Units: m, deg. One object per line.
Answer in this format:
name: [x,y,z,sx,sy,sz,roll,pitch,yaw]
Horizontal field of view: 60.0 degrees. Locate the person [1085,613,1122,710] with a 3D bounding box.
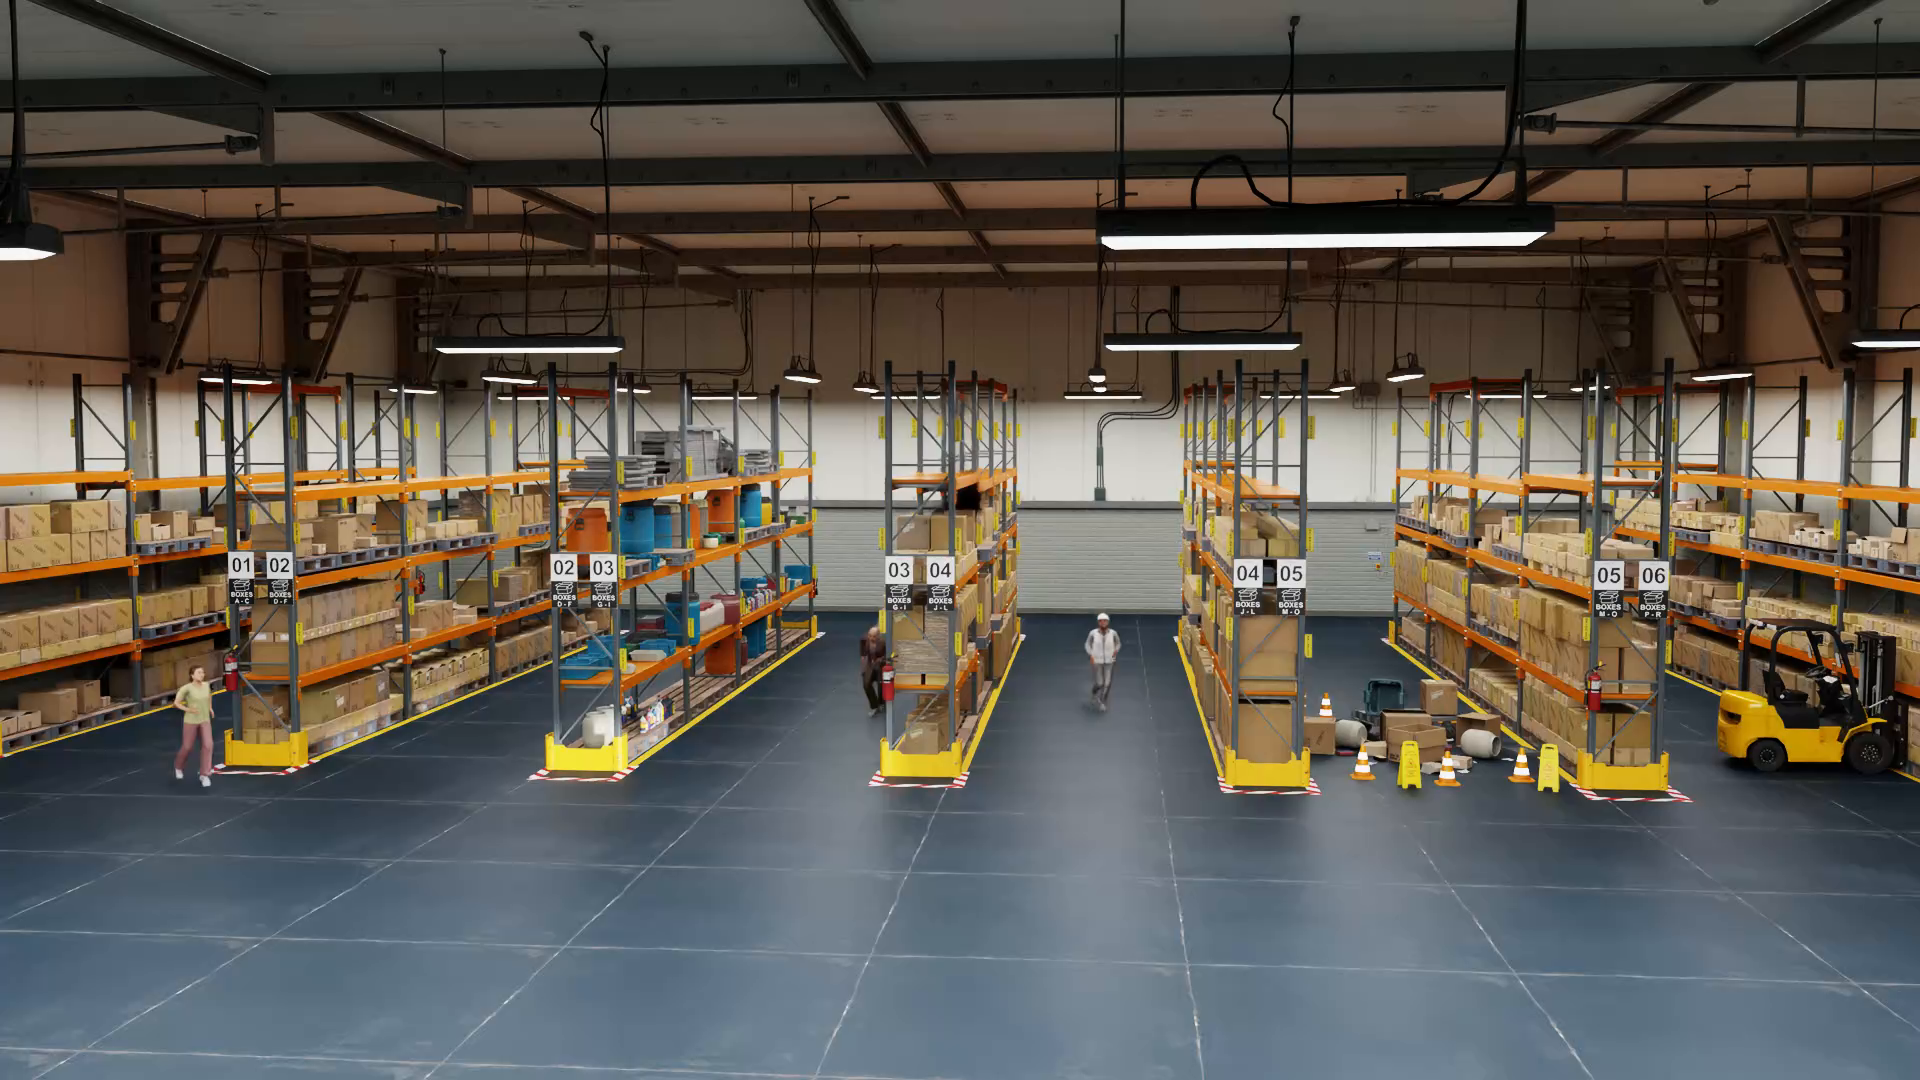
person: [2.577,2.182,29.761,0.651,1.743,0.607,0,4,-2]

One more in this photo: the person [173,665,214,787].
person: [-10.847,2.713,23.611,0.930,1.473,0.591,3,5,41]

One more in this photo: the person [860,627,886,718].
person: [-1.423,2.290,29.396,0.723,1.607,1.126,1,4,15]
